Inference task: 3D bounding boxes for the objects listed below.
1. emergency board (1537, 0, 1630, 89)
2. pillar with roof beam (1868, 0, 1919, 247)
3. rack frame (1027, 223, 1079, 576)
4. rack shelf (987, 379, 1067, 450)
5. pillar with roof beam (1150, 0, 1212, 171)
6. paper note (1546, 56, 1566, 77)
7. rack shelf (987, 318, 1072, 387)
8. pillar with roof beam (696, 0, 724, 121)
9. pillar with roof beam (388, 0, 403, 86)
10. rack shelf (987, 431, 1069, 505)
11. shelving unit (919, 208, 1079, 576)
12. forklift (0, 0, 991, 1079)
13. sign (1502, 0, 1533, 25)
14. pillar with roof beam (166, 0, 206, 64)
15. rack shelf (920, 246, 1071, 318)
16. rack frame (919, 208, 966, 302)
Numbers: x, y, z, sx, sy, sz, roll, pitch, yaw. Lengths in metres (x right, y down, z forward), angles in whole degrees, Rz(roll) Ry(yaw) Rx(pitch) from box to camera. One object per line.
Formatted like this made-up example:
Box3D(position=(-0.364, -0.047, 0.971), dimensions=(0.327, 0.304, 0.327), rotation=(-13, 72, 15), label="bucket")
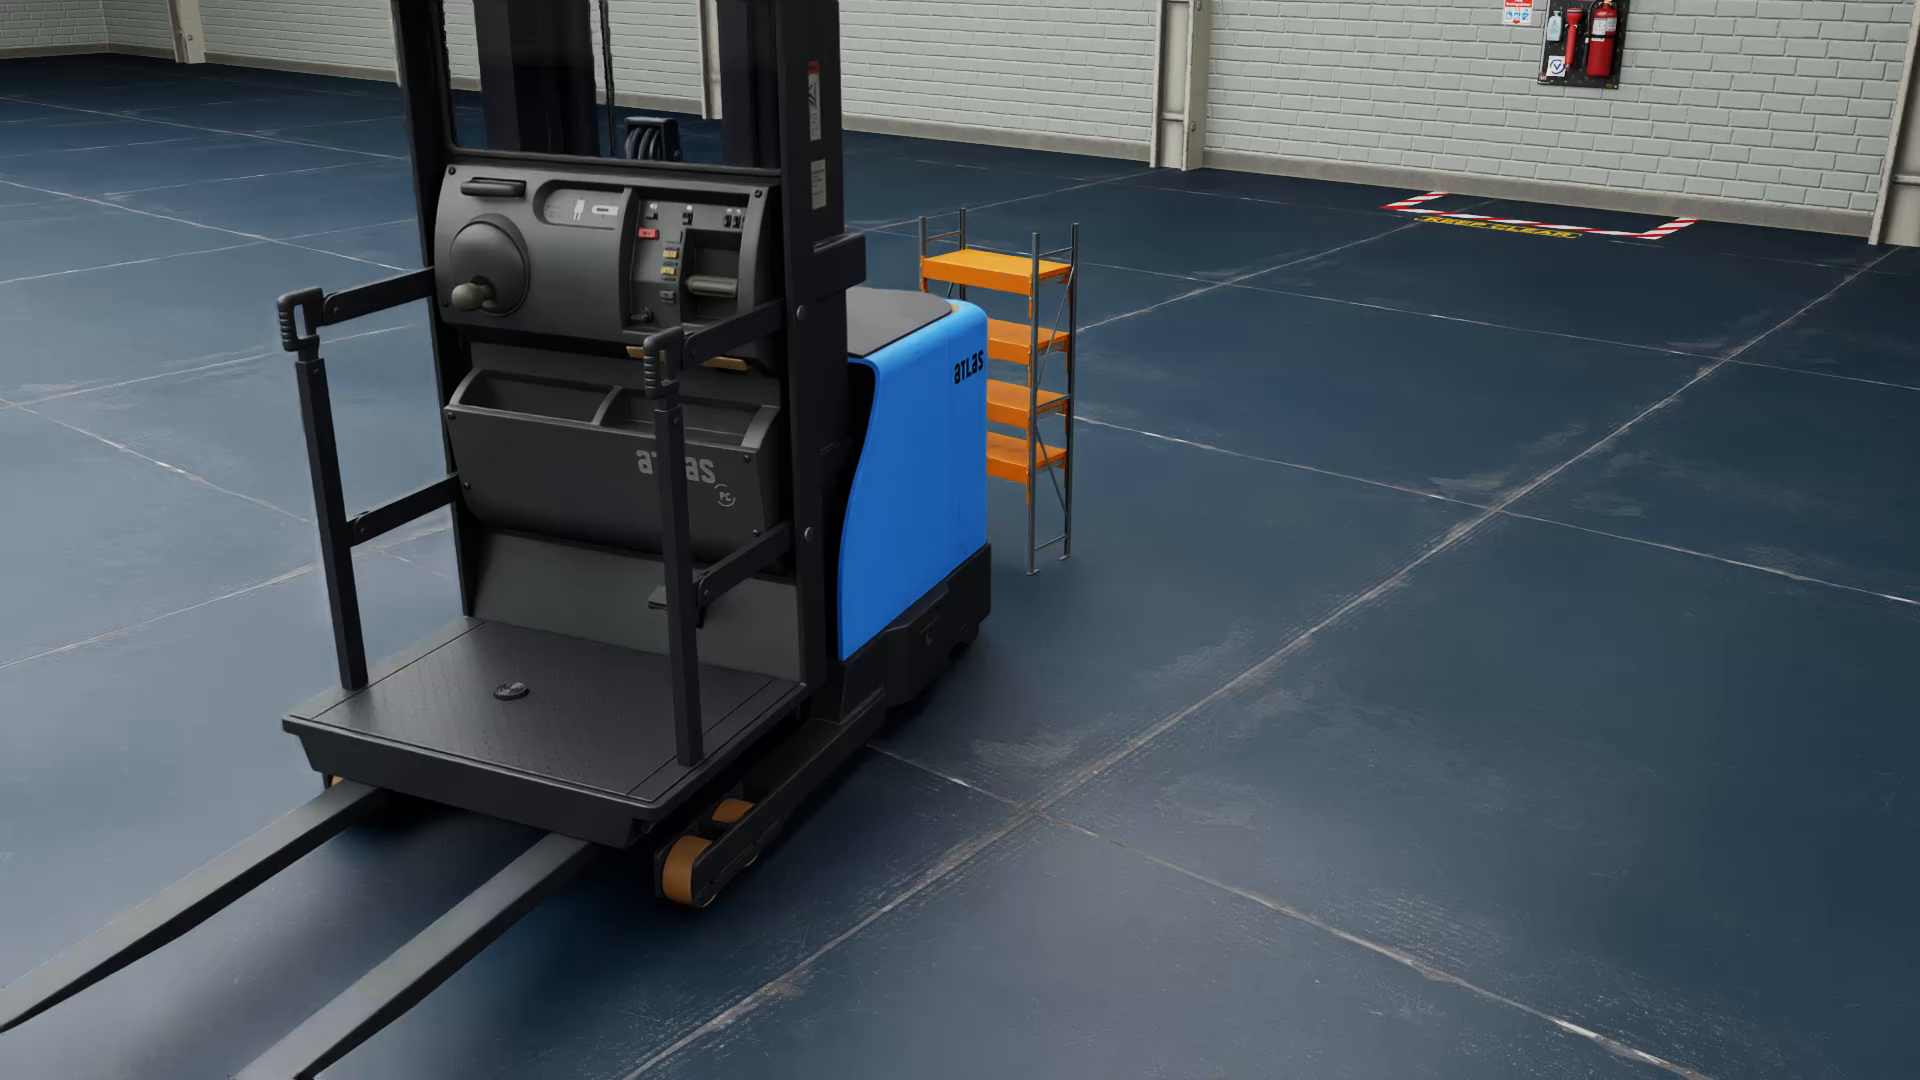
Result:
Box3D(position=(4.744, -4.046, 12.646), dimensions=(0.643, 1.169, 0.194), rotation=(16, 26, 36), label="emergency board")
Box3D(position=(3.912, -5.114, 6.977), dimensions=(0.400, 9.000, 9.100), rotation=(16, 26, 36), label="pillar with roof beam")
Box3D(position=(0.317, -0.470, 5.714), dimensions=(0.015, 1.200, 0.240), rotation=(16, 26, 36), label="rack frame")
Box3D(position=(0.128, -0.462, 5.882), dimensions=(0.480, 0.148, 0.258), rotation=(16, 26, 36), label="rack shelf")
Box3D(position=(-0.736, -6.453, 10.527), dimensions=(0.400, 9.000, 9.100), rotation=(16, 26, 36), label="pillar with roof beam")
Box3D(position=(4.650, -3.692, 12.956), dimensions=(0.142, 0.148, 0.016), rotation=(16, 26, 36), label="paper note")
Box3D(position=(0.128, -0.671, 5.803), dimensions=(0.480, 0.148, 0.258), rotation=(16, 26, 36), label="rack shelf")
Box3D(position=(-5.385, -7.792, 14.076), dimensions=(0.400, 9.000, 9.100), rotation=(16, 26, 36), label="pillar with roof beam")
Box3D(position=(-10.033, -9.130, 17.626), dimensions=(0.400, 9.000, 9.100), rotation=(16, 26, 36), label="pillar with roof beam")
Box3D(position=(0.128, -0.276, 5.952), dimensions=(0.480, 0.148, 0.258), rotation=(16, 26, 36), label="rack shelf")
Box3D(position=(0.128, -0.524, 5.859), dimensions=(0.503, 1.200, 0.258), rotation=(16, 26, 36), label="shelving unit")
Box3D(position=(-0.961, -0.684, 3.828), dimensions=(1.130, 2.935, 3.031), rotation=(9, 22, 22), label="forklift")
Box3D(position=(4.381, -4.214, 13.041), dimensions=(0.234, 0.329, 0.001), rotation=(16, 26, 36), label="sign")
Box3D(position=(-14.681, -10.469, 21.176), dimensions=(0.400, 9.000, 9.100), rotation=(16, 26, 36), label="pillar with roof beam")
Box3D(position=(0.128, -0.892, 5.720), dimensions=(0.480, 0.148, 0.258), rotation=(16, 26, 36), label="rack shelf")
Box3D(position=(-0.061, -0.579, 6.003), dimensions=(0.015, 1.200, 0.240), rotation=(16, 26, 36), label="rack frame")
